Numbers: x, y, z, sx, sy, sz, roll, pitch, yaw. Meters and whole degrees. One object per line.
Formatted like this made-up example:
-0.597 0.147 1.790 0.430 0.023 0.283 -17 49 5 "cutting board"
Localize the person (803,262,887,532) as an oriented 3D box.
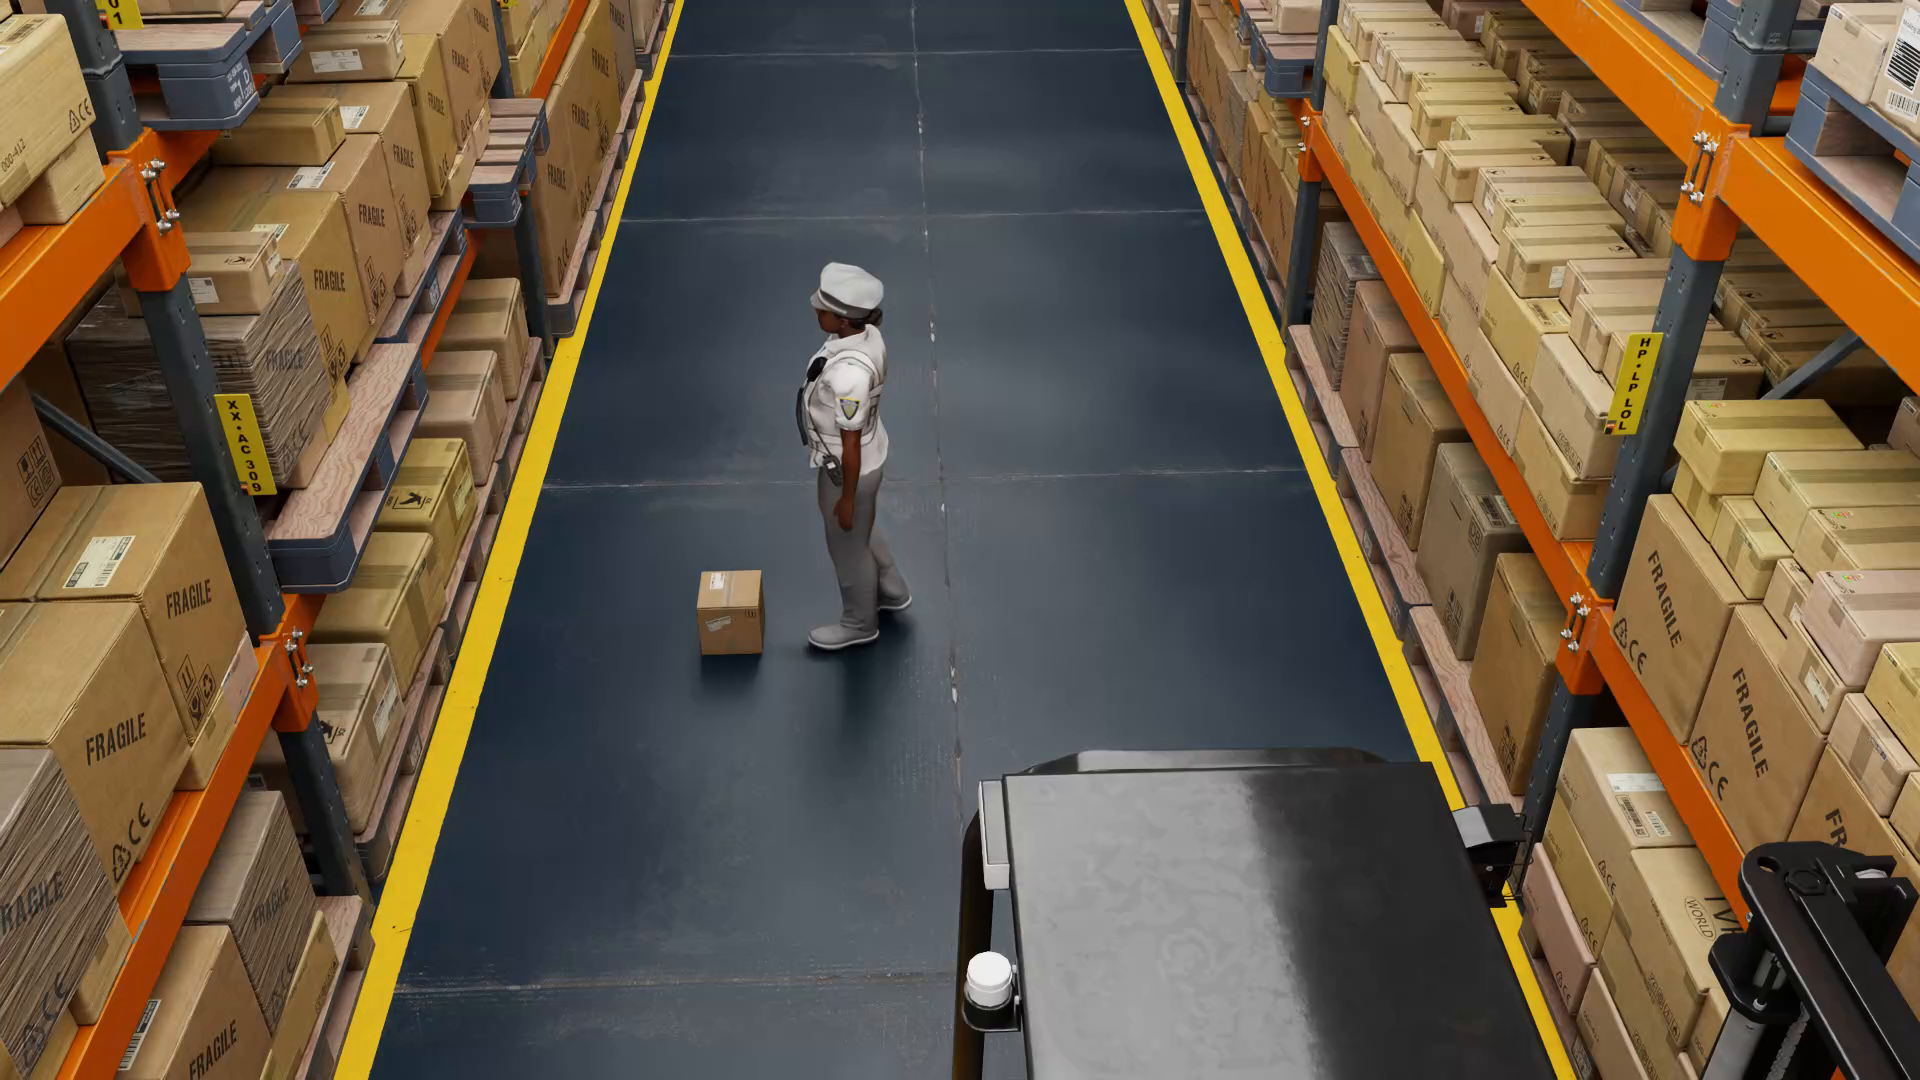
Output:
-0.433 -0.571 6.342 0.312 1.033 0.479 2 35 2 "person"
